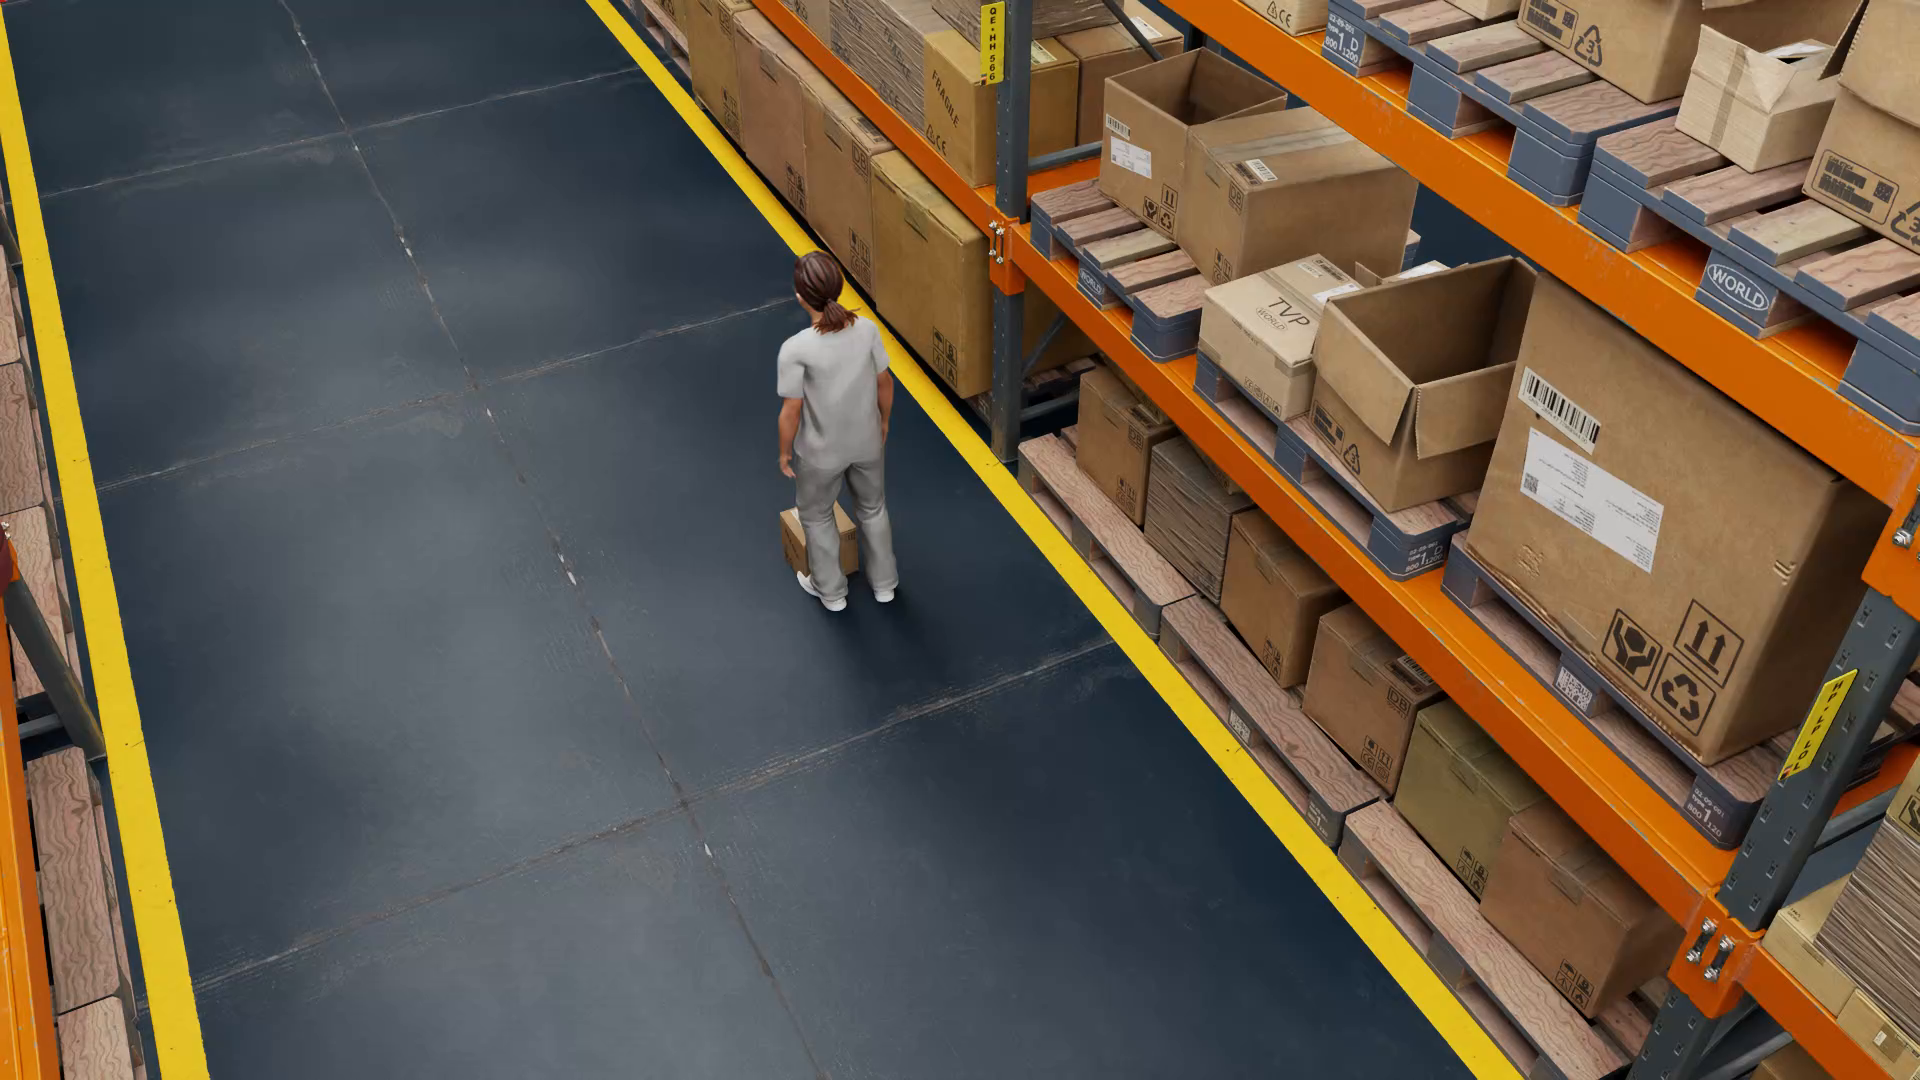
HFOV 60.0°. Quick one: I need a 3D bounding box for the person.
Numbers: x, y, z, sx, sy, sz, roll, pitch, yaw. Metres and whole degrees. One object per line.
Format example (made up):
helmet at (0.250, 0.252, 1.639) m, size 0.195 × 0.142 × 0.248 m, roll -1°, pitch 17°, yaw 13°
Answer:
person at (-0.498, -0.400, 6.613) m, size 0.489 × 1.673 × 0.404 m, roll -19°, pitch 45°, yaw -20°
